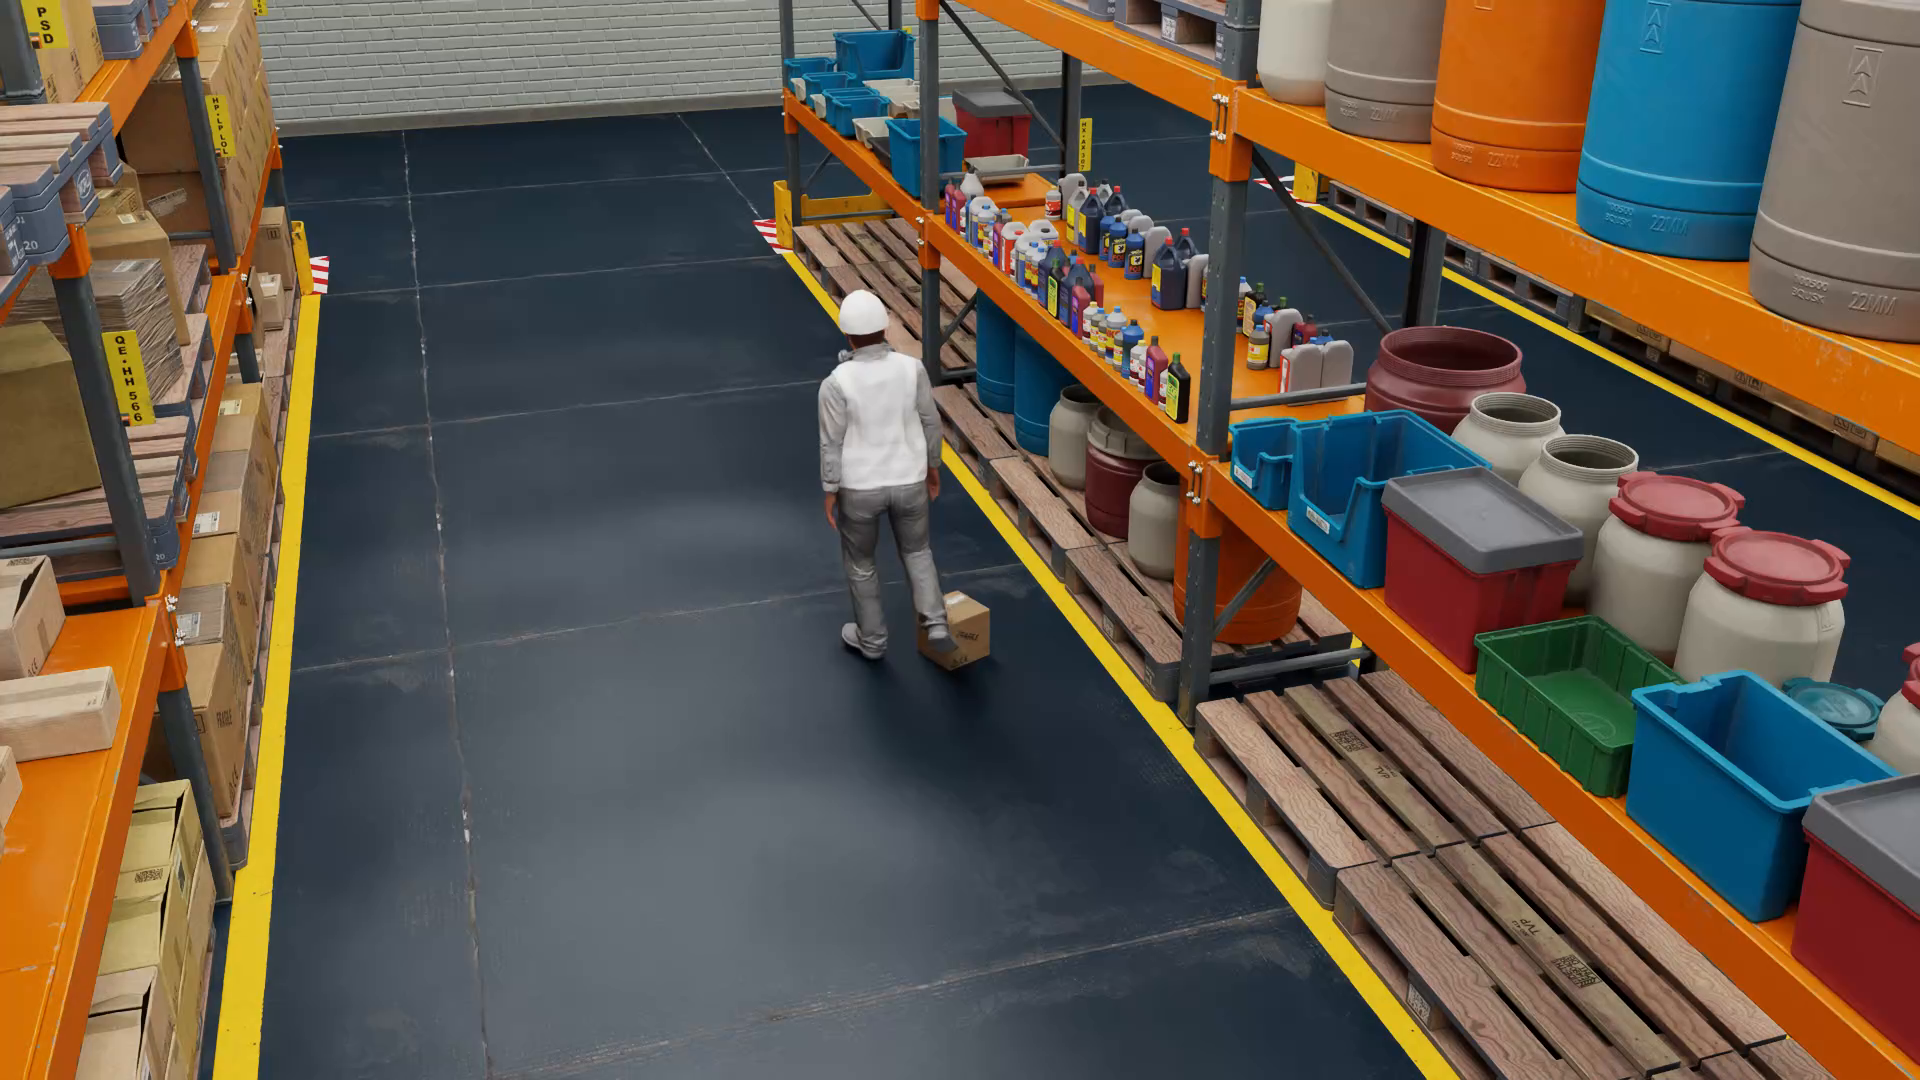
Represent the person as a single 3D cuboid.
[{"bbox_3d":[-0.324,-0.232,7.541,0.585,1.755,0.704,-10,28,-19],"label":"person"}]
